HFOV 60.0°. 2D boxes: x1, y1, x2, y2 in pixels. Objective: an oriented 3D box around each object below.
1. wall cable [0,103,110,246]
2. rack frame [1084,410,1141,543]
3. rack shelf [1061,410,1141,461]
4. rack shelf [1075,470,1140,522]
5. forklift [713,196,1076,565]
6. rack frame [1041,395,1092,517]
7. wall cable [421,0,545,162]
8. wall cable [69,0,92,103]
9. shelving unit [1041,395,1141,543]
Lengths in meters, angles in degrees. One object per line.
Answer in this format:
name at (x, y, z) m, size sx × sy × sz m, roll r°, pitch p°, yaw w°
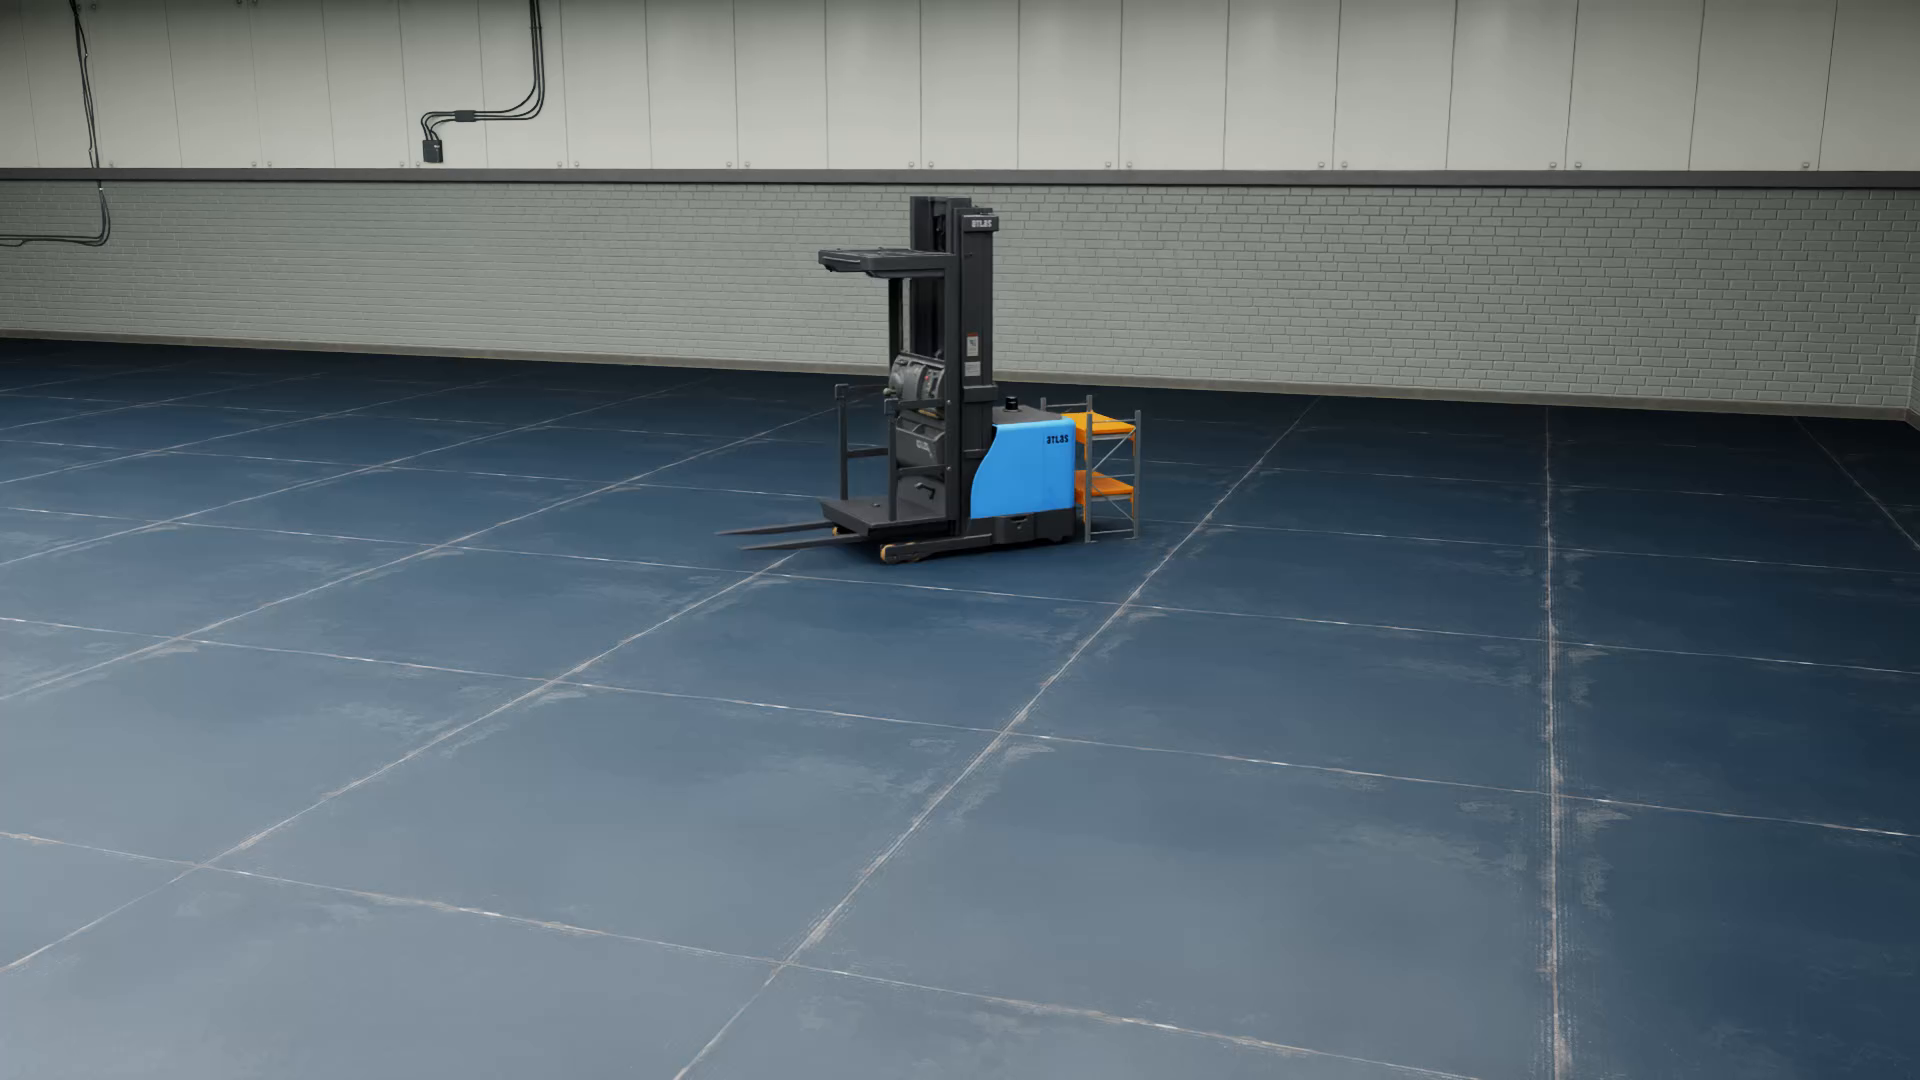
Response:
wall cable at (-16.670, -6.564, 30.000) m, size 3.097 × 2.526 × 0.112 m, roll 4°, pitch 14°, yaw 18°
rack frame at (1.318, -0.545, 14.348) m, size 0.500 × 1.125 × 0.032 m, roll -5°, pitch 14°, yaw -19°
rack shelf at (1.145, -0.937, 14.749) m, size 0.538 × 0.278 × 1.000 m, roll -5°, pitch 14°, yaw -19°
rack shelf at (1.145, -0.413, 14.868) m, size 0.538 × 0.278 × 1.000 m, roll -5°, pitch 14°, yaw -19°
forklift at (-0.544, -1.359, 13.854) m, size 3.031 × 2.935 × 1.130 m, roll -7°, pitch 14°, yaw -27°
rack frame at (0.972, -0.758, 15.280) m, size 0.500 × 1.125 × 0.032 m, roll -5°, pitch 14°, yaw -19°
wall cable at (-7.693, -9.049, 26.267) m, size 2.305 × 6.003 × 0.169 m, roll 4°, pitch 14°, yaw 18°
wall cable at (-14.111, -8.831, 28.585) m, size 3.097 × 2.526 × 0.112 m, roll 4°, pitch 14°, yaw 18°
shelving unit at (1.145, -0.651, 14.814) m, size 0.538 × 1.125 × 1.048 m, roll -5°, pitch 14°, yaw -19°
